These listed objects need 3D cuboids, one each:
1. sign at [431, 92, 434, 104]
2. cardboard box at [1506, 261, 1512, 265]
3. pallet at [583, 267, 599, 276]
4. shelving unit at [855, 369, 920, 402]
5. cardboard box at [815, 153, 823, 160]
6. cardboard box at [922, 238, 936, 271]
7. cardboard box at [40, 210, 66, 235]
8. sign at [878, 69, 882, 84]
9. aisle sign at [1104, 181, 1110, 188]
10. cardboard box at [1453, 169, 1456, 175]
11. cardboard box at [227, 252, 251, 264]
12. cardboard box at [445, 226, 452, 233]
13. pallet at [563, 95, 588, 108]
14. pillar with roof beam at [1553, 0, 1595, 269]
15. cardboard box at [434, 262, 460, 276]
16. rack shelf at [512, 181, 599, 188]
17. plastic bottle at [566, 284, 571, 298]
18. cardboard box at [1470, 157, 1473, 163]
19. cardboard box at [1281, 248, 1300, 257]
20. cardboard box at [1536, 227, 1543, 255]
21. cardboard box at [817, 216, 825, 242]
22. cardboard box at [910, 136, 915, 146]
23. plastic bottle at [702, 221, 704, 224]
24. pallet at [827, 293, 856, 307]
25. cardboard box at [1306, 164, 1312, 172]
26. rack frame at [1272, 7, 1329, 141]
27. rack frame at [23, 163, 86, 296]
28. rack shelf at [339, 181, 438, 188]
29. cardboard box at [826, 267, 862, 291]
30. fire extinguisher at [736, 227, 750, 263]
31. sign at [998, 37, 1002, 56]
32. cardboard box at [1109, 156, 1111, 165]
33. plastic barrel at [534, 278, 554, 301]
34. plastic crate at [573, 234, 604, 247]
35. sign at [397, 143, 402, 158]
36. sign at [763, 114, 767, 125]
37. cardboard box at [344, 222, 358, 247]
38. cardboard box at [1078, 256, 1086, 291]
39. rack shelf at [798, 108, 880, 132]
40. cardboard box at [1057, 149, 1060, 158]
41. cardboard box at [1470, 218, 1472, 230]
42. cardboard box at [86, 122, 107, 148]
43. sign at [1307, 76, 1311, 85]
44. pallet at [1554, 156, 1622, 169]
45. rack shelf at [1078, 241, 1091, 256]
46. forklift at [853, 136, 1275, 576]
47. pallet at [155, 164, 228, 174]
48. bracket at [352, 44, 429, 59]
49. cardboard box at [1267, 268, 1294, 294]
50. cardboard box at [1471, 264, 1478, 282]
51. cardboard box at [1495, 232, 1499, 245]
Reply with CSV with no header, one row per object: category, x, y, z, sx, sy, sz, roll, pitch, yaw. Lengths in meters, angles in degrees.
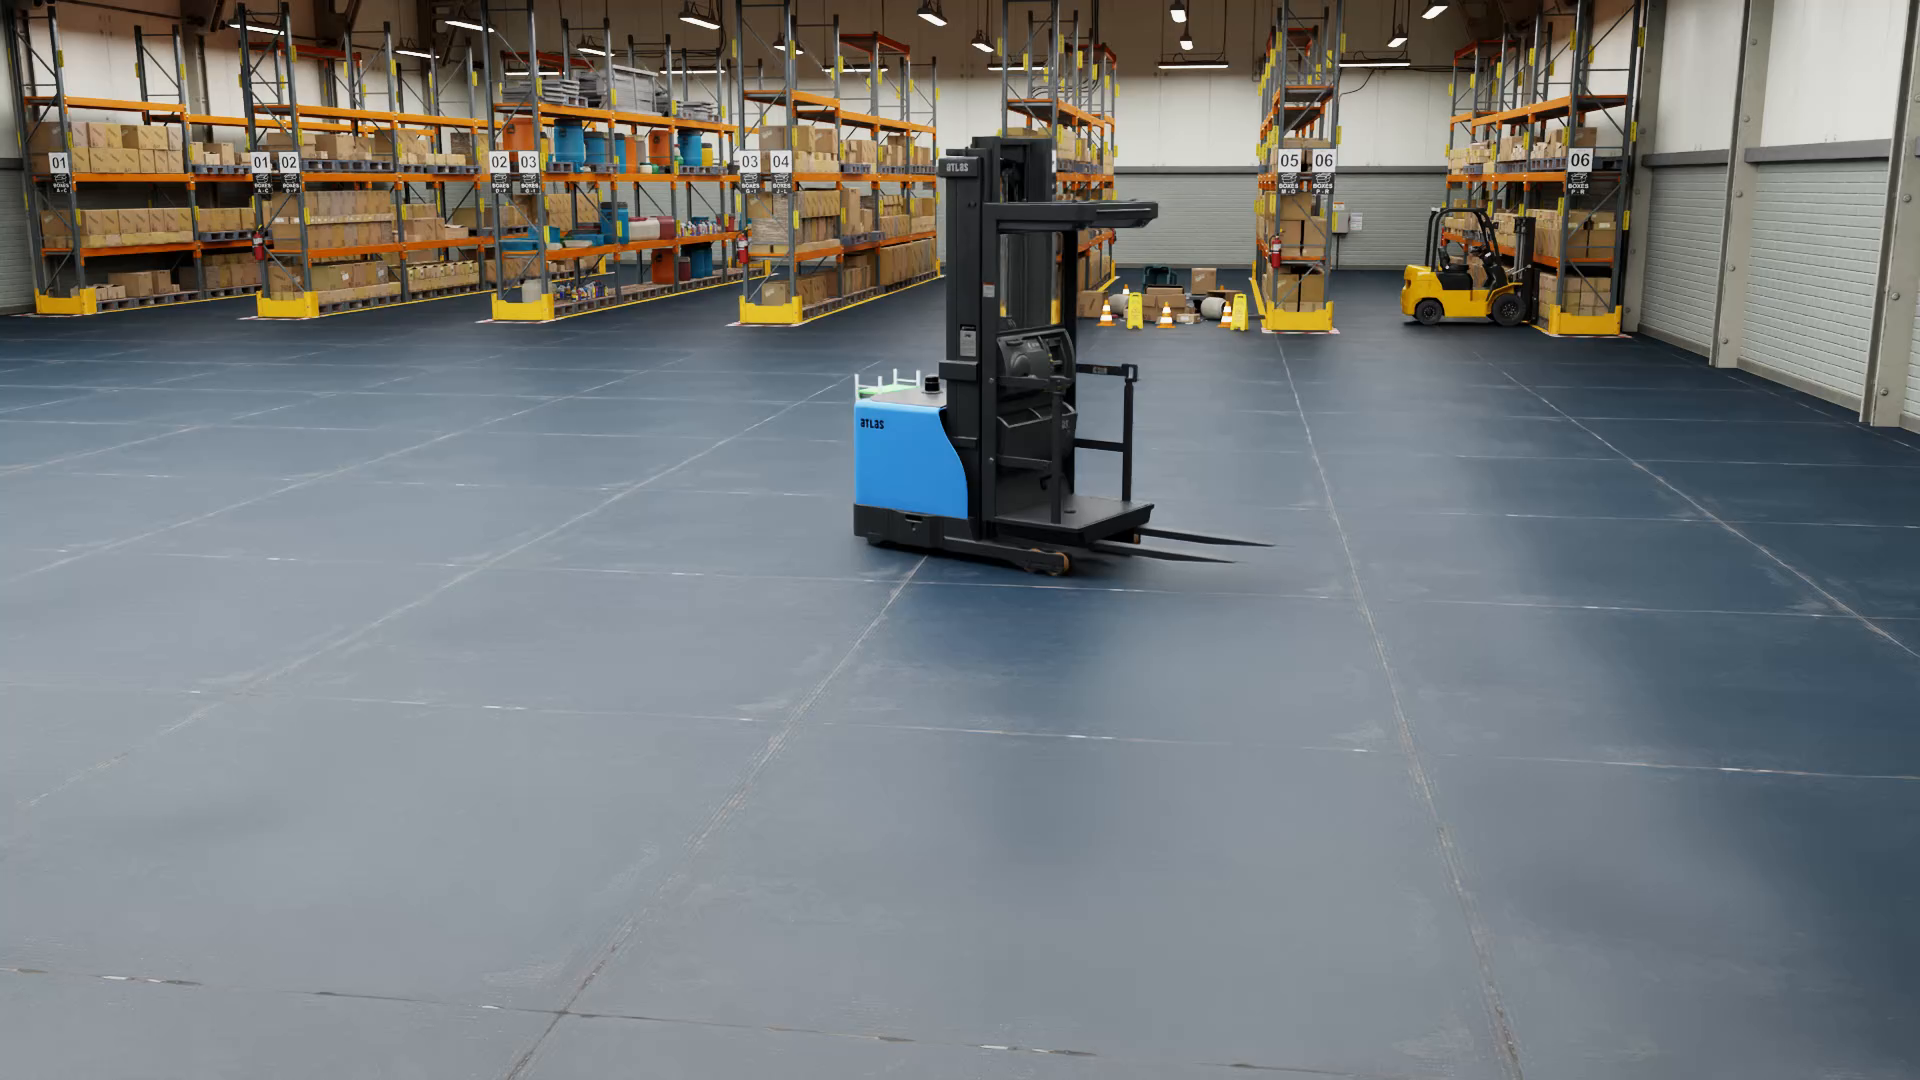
sign,-15.312,-12.838,48.301,0.100,0.325,0.005,2,12,9
cardboard box,12.719,-6.311,38.053,0.380,0.149,0.250,2,12,9
pallet,-11.084,-7.726,47.844,1.003,0.211,1.213,2,12,9
shelving unit,-0.553,-0.696,12.875,0.258,1.200,0.503,8,15,34
cardboard box,-2.970,-7.688,33.336,0.380,0.149,0.250,2,12,11
cardboard box,-1.182,-7.980,46.450,0.875,0.875,0.875,2,12,9
cardboard box,-18.444,-6.508,34.102,0.500,0.500,0.500,2,12,8
sign,-1.855,-10.697,38.362,0.100,0.325,0.005,2,12,9
aisle sign,4.031,-10.044,45.809,0.394,0.787,0.004,2,12,9
cardboard box,13.012,-9.542,43.124,0.380,0.149,0.250,2,12,8
cardboard box,-17.359,-6.750,39.803,0.500,0.250,0.500,2,12,8
cardboard box,-12.510,-7.382,39.841,0.500,0.311,0.500,2,12,8
pallet,-8.187,-8.830,33.502,1.003,0.211,1.213,2,12,9
pillar with roof beam,8.741,-9.575,35.561,9.100,9.000,0.548,2,12,9
cardboard box,-12.172,-6.411,39.319,0.500,0.311,0.500,2,12,8
rack shelf,-11.258,-9.970,46.222,1.077,0.370,4.000,2,12,9
plastic bottle,-8.339,-5.305,35.420,0.097,0.271,0.097,0,12,0
cardboard box,12.341,-9.026,39.496,0.380,0.149,0.250,2,12,9
cardboard box,6.015,-5.260,30.376,0.380,0.149,0.250,2,12,11
cardboard box,11.124,-5.617,31.200,0.500,0.500,0.500,2,12,9
cardboard box,-3.227,-6.344,33.867,0.875,0.500,0.500,2,12,9
cardboard box,-1.483,-10.665,44.491,0.500,0.250,0.500,1,12,7
plastic bottle,-6.632,-8.056,42.871,0.144,0.351,0.185,2,12,9
pallet,-2.890,-5.251,36.356,1.003,0.211,1.213,2,12,9
cardboard box,6.493,-6.757,30.205,0.380,0.149,0.250,1,12,7
rack frame,6.784,-9.063,33.188,1.000,3.000,0.127,2,12,9
rack frame,-18.307,-6.100,33.680,1.000,3.000,0.127,2,12,9
rack shelf,-16.153,-10.129,46.963,1.077,0.370,4.000,2,12,9
cardboard box,-2.629,-5.903,37.654,0.700,0.500,0.500,3,13,13
fire extinguisher,-4.096,-5.572,31.413,0.296,0.674,0.183,2,12,9
sign,0.728,-8.886,29.959,0.100,0.325,0.005,2,12,9
cardboard box,3.745,-10.088,44.233,0.500,0.250,0.500,2,12,9
plastic barrel,-8.415,-5.012,33.540,0.421,0.512,0.421,0,12,0
plastic crate,-7.804,-6.300,34.960,0.499,0.251,0.616,2,12,9
sign,-12.247,-8.513,36.342,0.100,0.325,0.005,2,12,9
sign,-5.511,-11.871,46.980,0.100,0.325,0.005,2,12,9
cardboard box,-13.091,-6.409,34.873,0.700,0.500,0.500,2,12,10
cardboard box,2.310,-6.084,37.948,1.050,0.750,0.750,2,12,8
rack shelf,-2.701,-9.253,36.727,1.077,0.370,4.000,2,12,9
cardboard box,1.632,-7.096,30.541,0.380,0.149,0.250,2,12,9
cardboard box,12.327,-7.499,39.490,0.396,0.266,0.258,2,12,11
cardboard box,-17.880,-8.289,34.059,0.500,0.500,0.500,2,12,8
sign,8.552,-11.209,40.738,0.100,0.325,0.005,2,12,9
pallet,11.208,-6.707,29.586,1.003,0.211,1.213,2,12,9
rack shelf,2.185,-6.334,36.474,1.077,0.370,4.000,2,12,9
forklift,0.713,-1.312,11.623,3.031,2.935,1.130,8,15,34
pallet,-17.491,-8.433,37.828,1.213,0.211,1.003,2,12,9
bracket,-16.397,-14.076,47.902,0.076,0.066,4.783,2,12,9
cardboard box,6.356,-5.132,32.938,0.500,0.500,0.500,2,12,11
cardboard box,12.470,-6.311,39.593,0.500,0.500,0.500,2,12,7
cardboard box,11.912,-6.541,36.080,0.500,0.250,0.500,2,12,7
